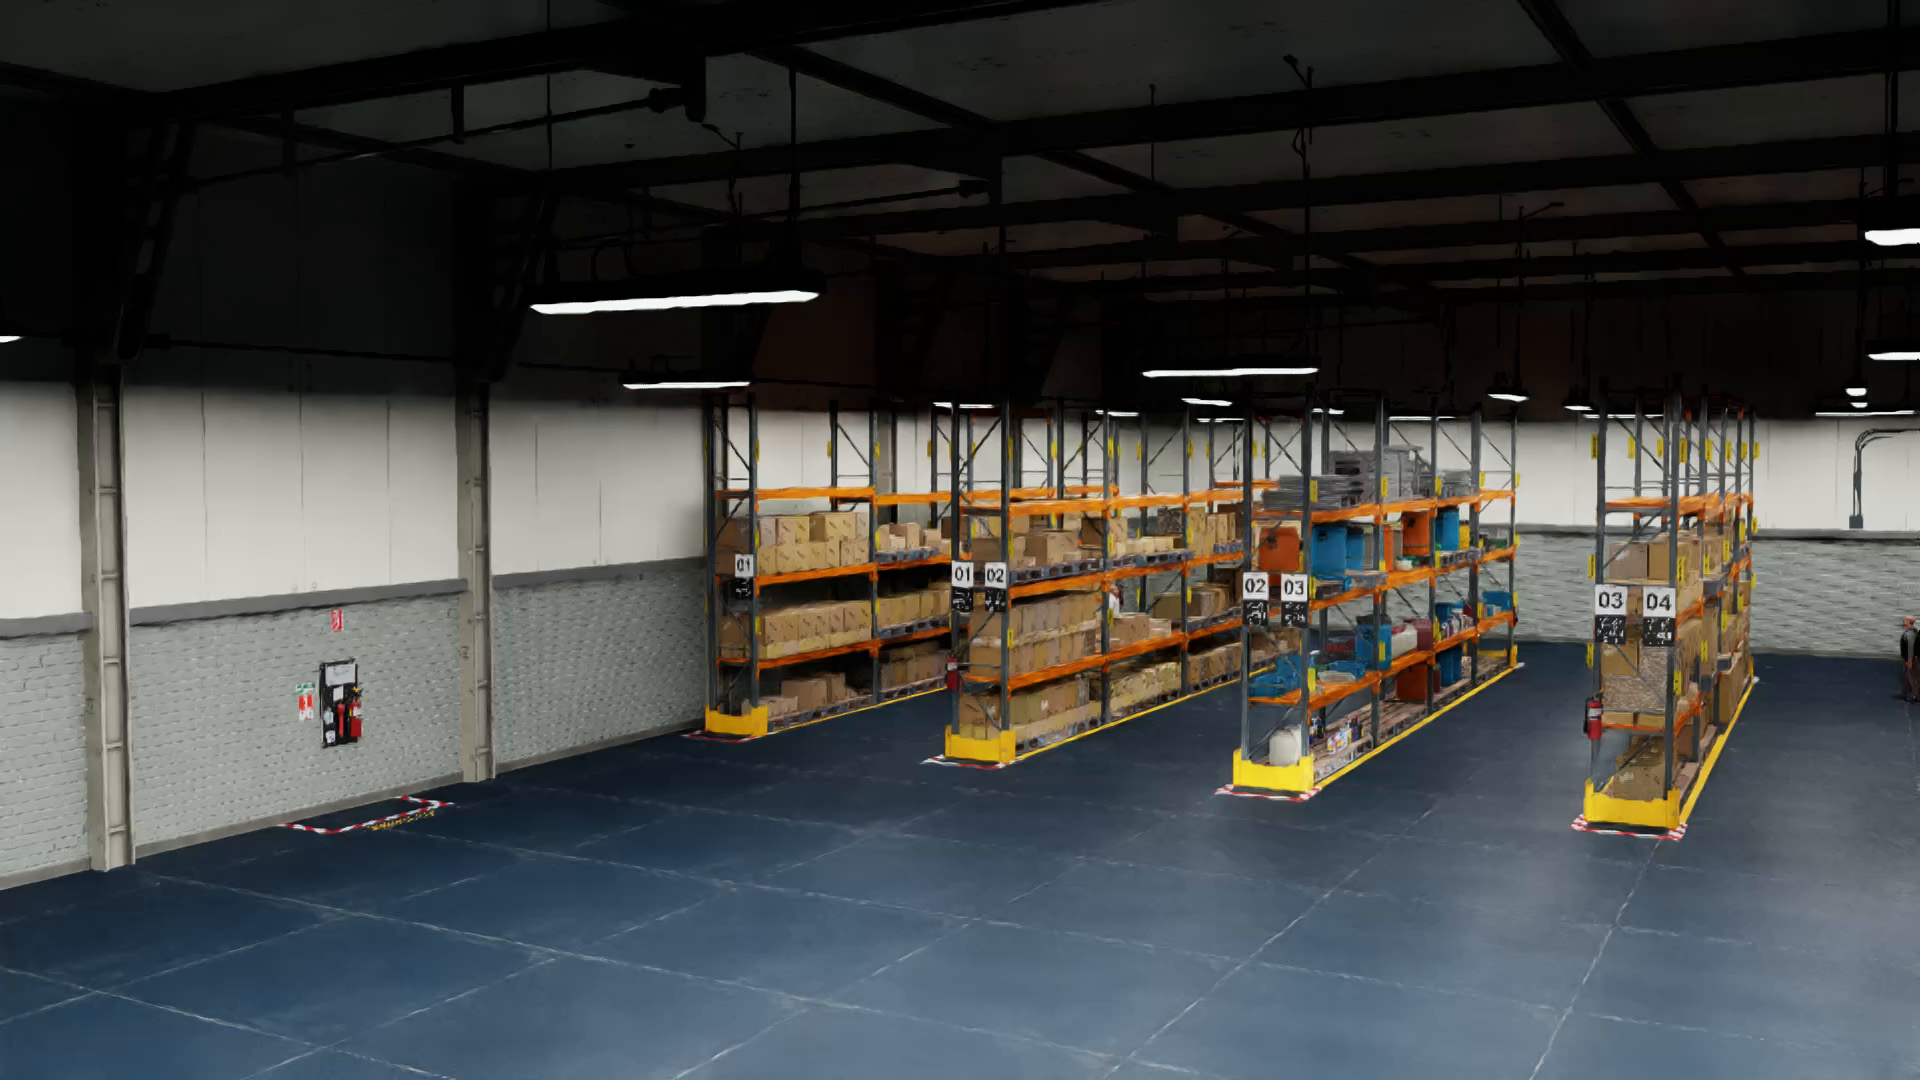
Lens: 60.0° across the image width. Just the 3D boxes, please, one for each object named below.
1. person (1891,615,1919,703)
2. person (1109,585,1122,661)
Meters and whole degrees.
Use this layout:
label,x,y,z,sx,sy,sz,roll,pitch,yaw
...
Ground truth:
label,x,y,z,sx,sy,sz,roll,pitch,yaw
person,18.790,2.342,32.963,0.525,1.724,0.705,2,4,29
person,3.675,1.957,39.542,0.446,1.780,0.674,1,3,14
